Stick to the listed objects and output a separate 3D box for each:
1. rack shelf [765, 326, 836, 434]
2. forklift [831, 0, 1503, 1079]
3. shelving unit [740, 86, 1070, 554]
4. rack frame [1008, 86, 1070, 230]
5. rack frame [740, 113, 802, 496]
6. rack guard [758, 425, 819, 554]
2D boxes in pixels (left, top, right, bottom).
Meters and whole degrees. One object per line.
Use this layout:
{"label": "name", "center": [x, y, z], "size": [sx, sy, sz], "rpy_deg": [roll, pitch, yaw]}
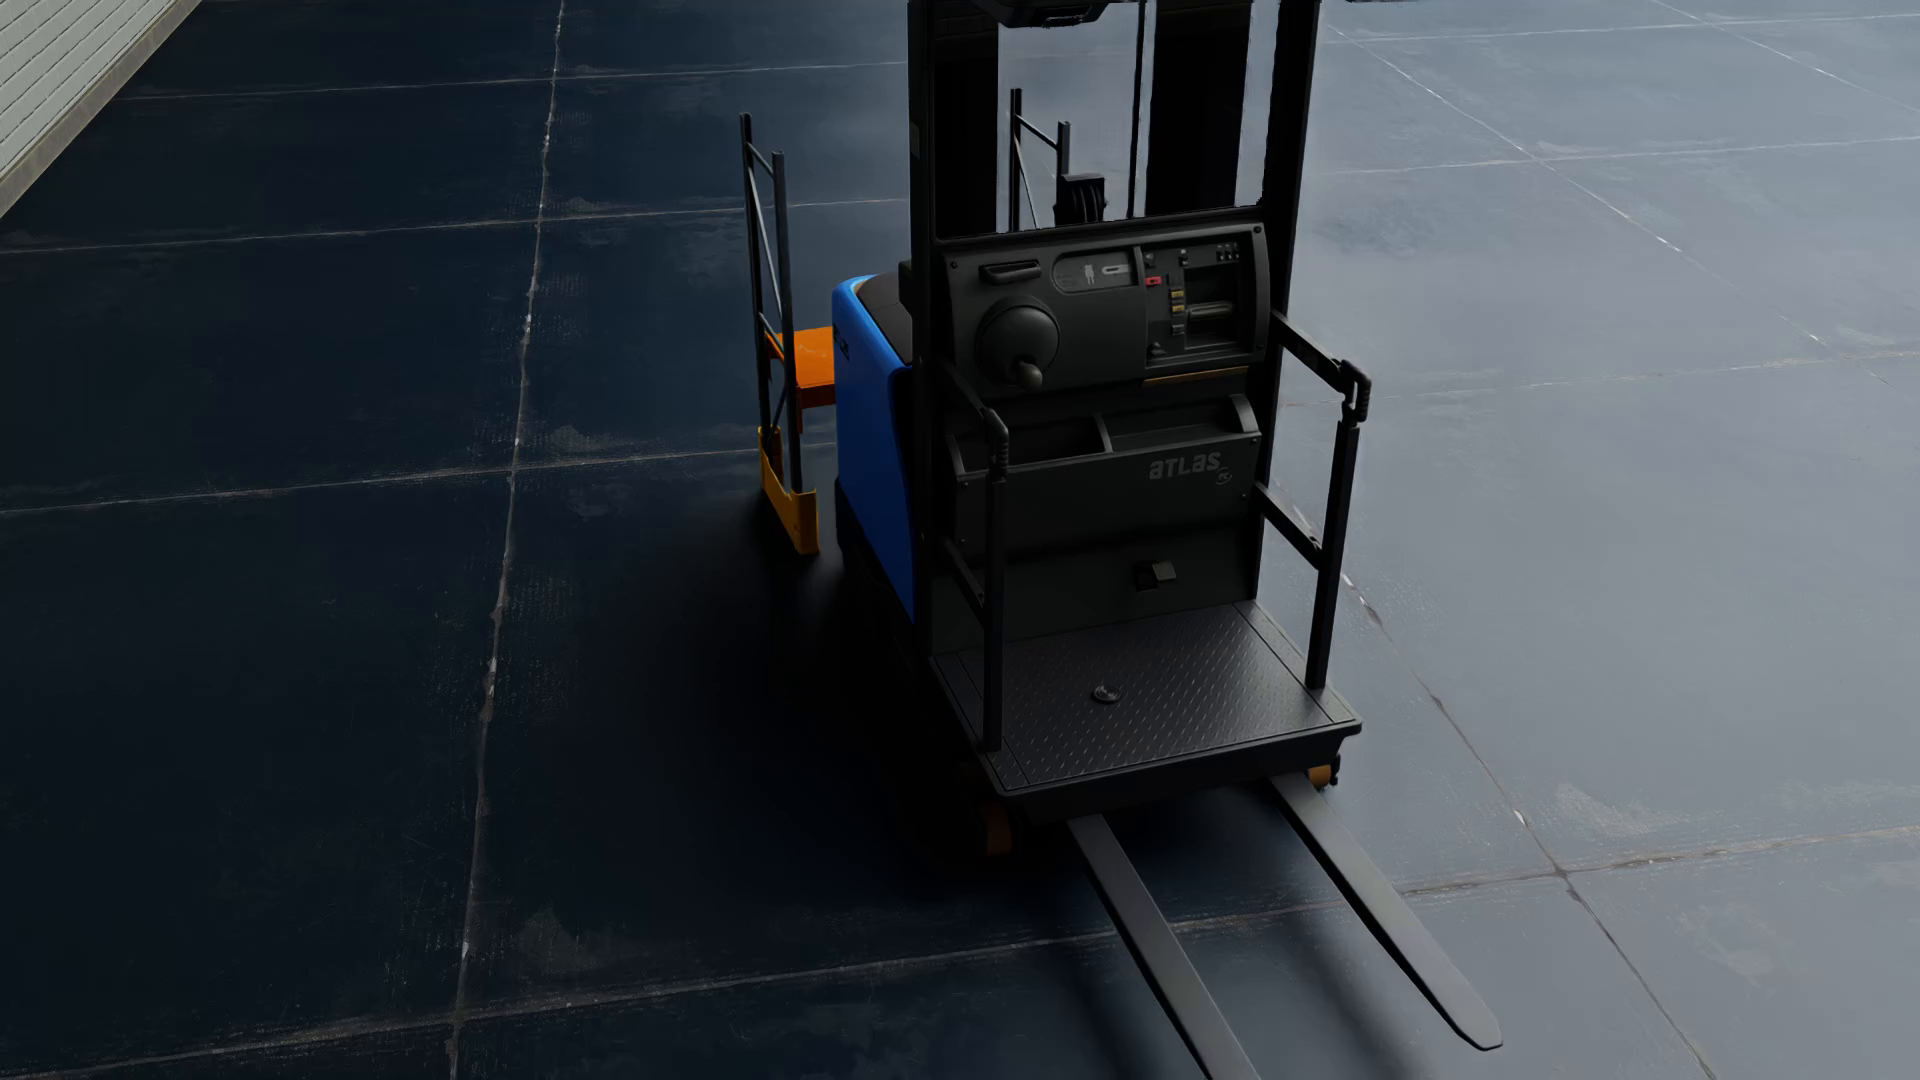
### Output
{"label": "rack shelf", "center": [-0.197, -0.667, 6.260], "size": [1.000, 0.185, 0.538], "rpy_deg": [-10, 32, -17]}
{"label": "forklift", "center": [0.479, -0.589, 4.360], "size": [1.130, 2.935, 3.031], "rpy_deg": [-9, 32, -15]}
{"label": "shelving unit", "center": [-0.188, -0.824, 6.172], "size": [1.083, 1.500, 0.587], "rpy_deg": [-10, 32, -17]}
{"label": "rack frame", "center": [0.282, -0.910, 6.318], "size": [0.032, 1.500, 0.500], "rpy_deg": [-10, 32, -17]}
{"label": "rack frame", "center": [-0.675, -0.735, 6.020], "size": [0.032, 1.500, 0.500], "rpy_deg": [-10, 32, -17]}
{"label": "rack guard", "center": [-0.657, -0.200, 6.343], "size": [0.087, 0.250, 0.587], "rpy_deg": [-10, 32, -17]}
